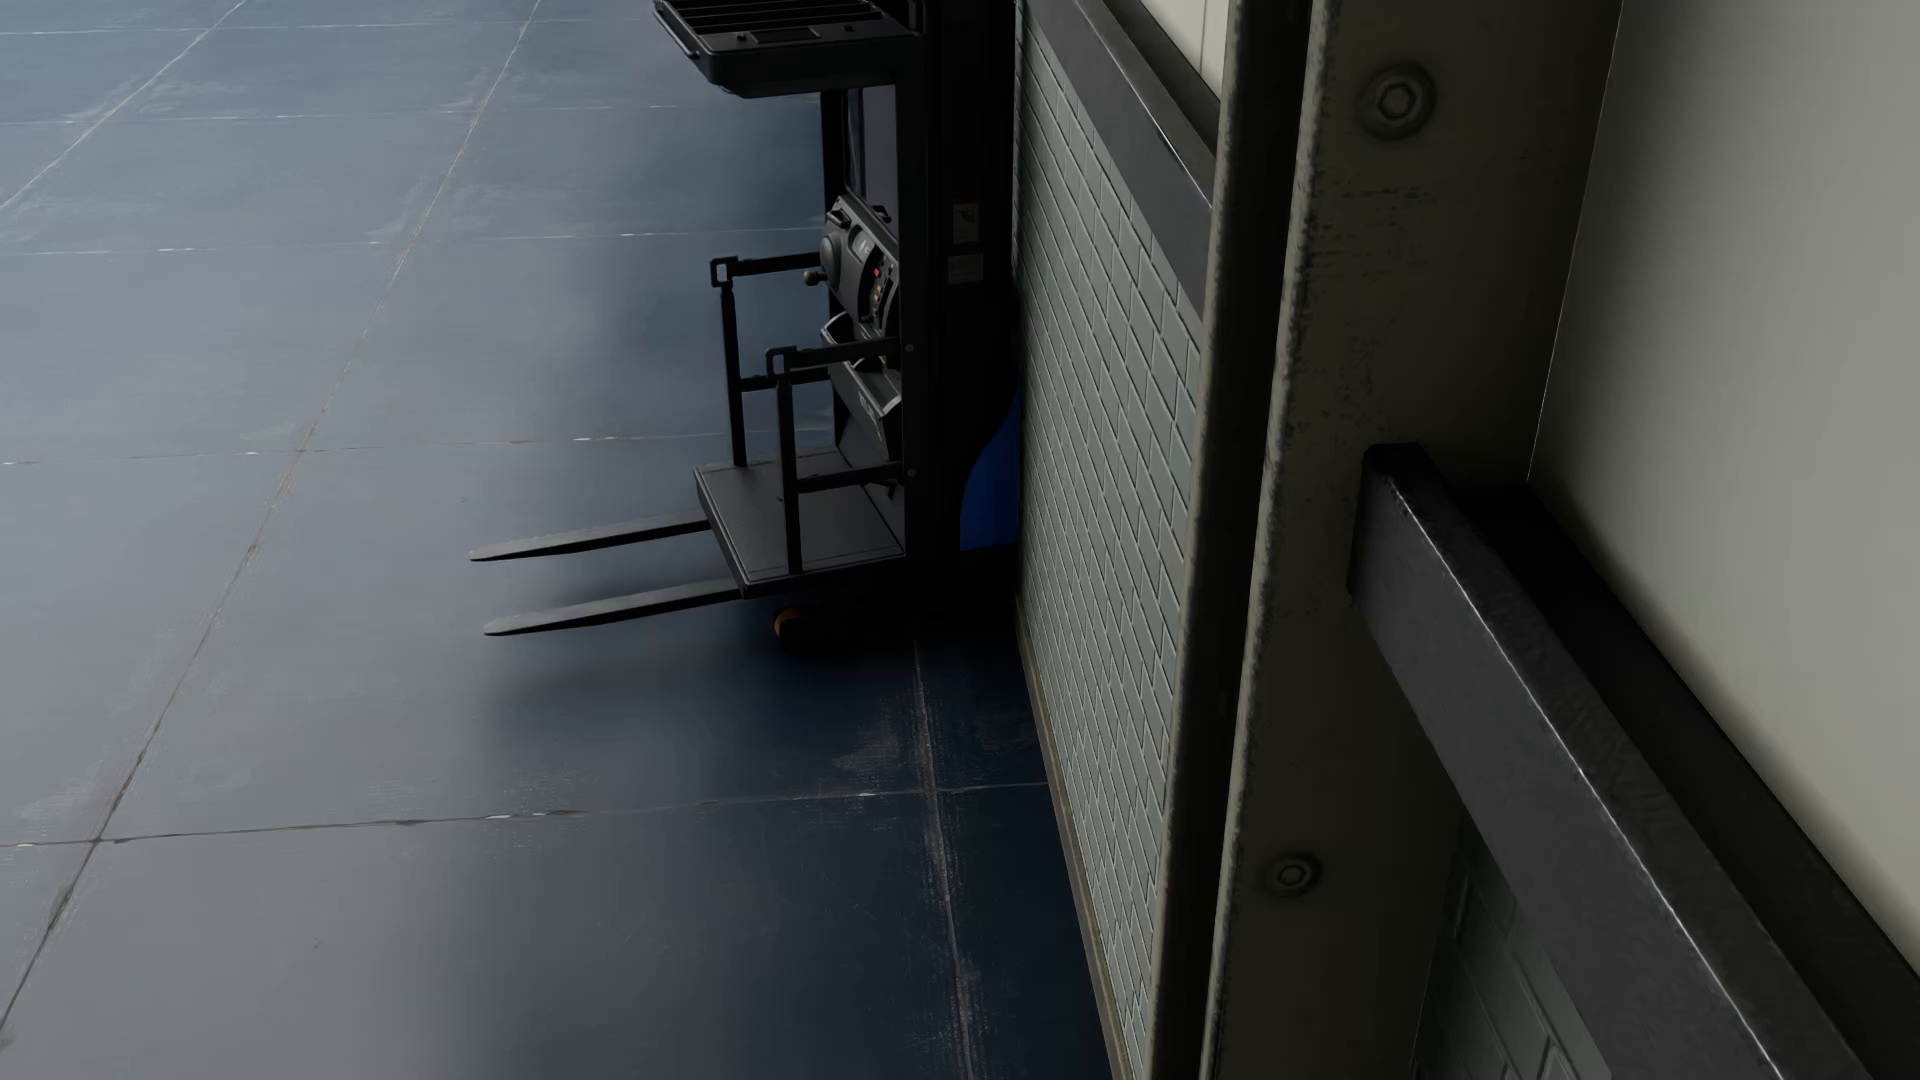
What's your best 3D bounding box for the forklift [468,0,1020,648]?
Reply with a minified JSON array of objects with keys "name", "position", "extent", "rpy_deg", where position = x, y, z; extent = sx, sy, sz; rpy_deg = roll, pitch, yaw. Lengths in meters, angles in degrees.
[{"name":"forklift","position":[-0.597,-1.109,6.749],"extent":[3.031,2.935,1.130],"rpy_deg":[-10,32,-17]}]
